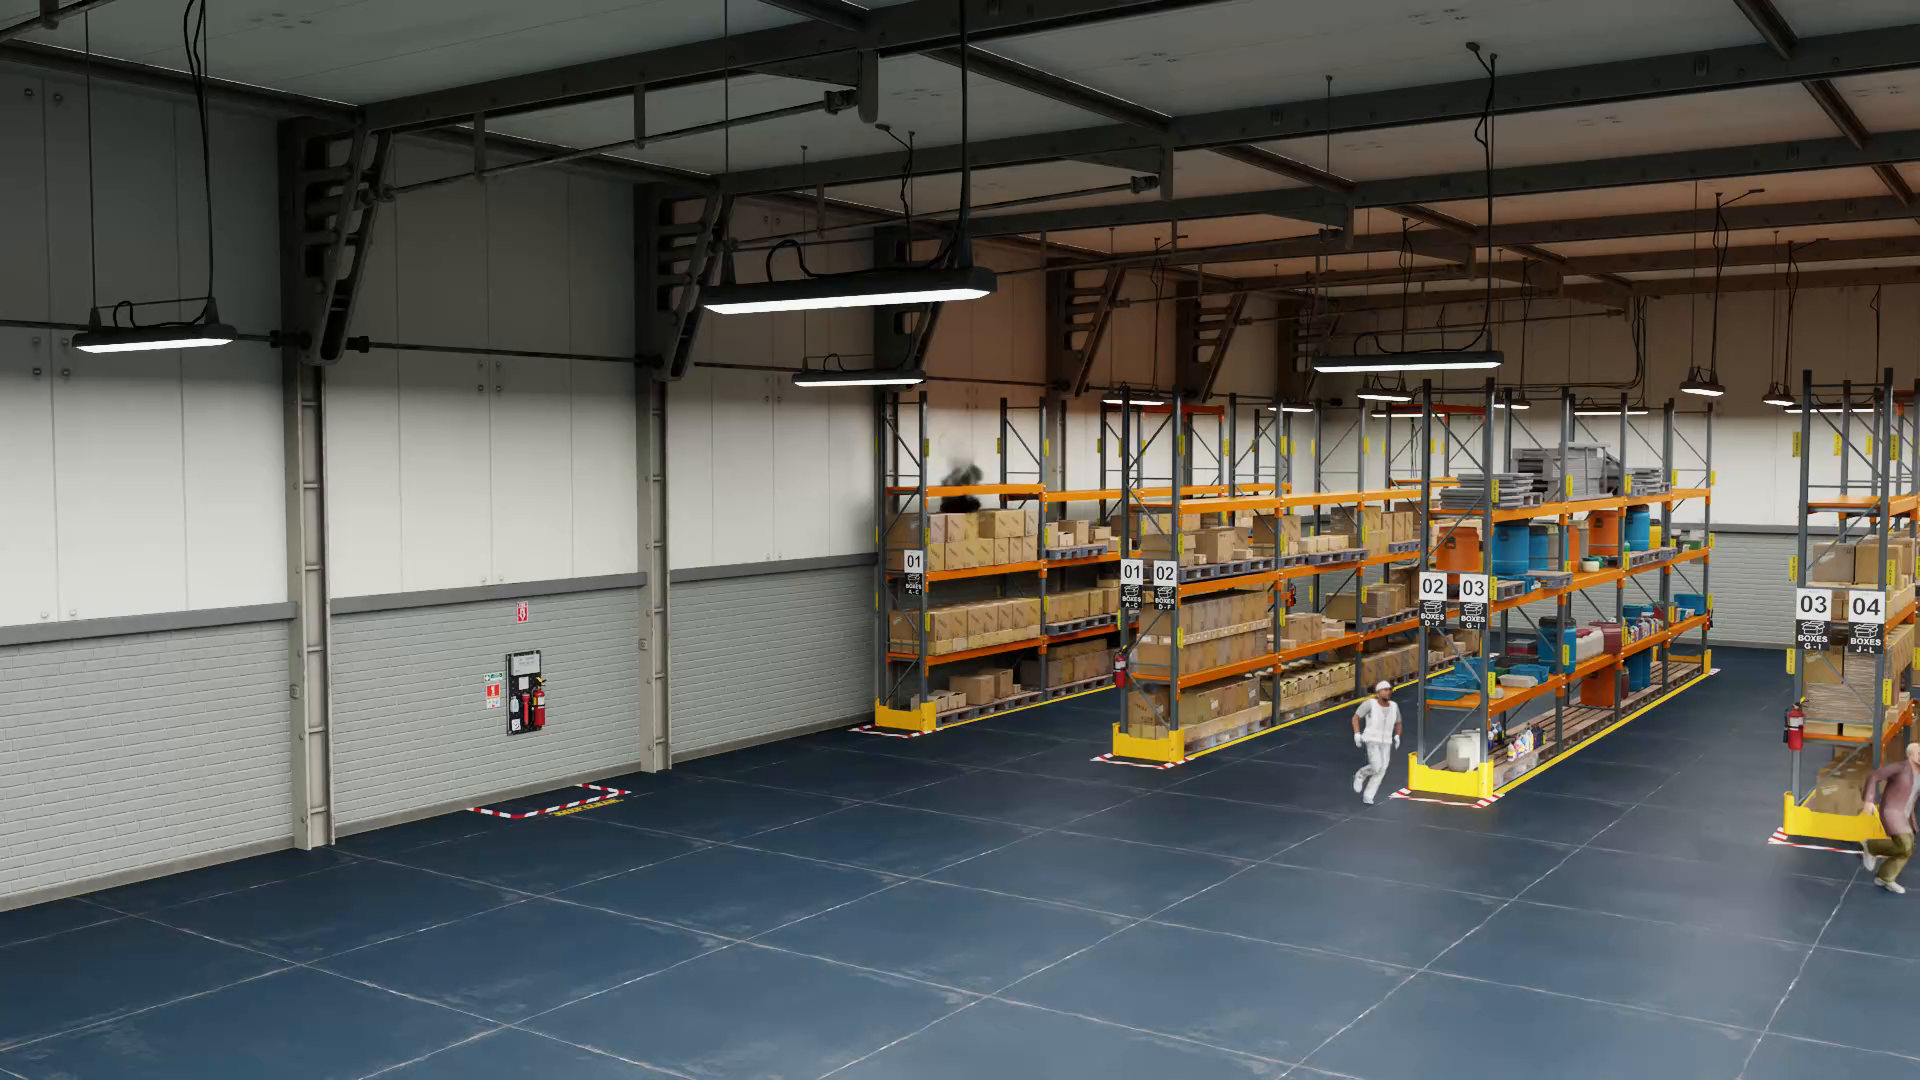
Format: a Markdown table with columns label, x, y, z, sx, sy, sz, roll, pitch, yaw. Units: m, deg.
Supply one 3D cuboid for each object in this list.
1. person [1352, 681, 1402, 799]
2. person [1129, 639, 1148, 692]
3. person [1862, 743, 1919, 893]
| label | x | y | z | sx | sy | sz | roll | pitch | yaw |
| --- | --- | --- | --- | --- | --- | --- | --- | --- | --- |
| person | 5.931 | 2.827 | 23.427 | 0.732 | 1.662 | 0.499 | -1 | 3 | -13 |
| person | 3.229 | 2.540 | 29.909 | 0.534 | 1.609 | 0.819 | 2 | 4 | 33 |
| person | 10.615 | 3.120 | 18.806 | 0.698 | 1.711 | 0.782 | -2 | 4 | -27 |
